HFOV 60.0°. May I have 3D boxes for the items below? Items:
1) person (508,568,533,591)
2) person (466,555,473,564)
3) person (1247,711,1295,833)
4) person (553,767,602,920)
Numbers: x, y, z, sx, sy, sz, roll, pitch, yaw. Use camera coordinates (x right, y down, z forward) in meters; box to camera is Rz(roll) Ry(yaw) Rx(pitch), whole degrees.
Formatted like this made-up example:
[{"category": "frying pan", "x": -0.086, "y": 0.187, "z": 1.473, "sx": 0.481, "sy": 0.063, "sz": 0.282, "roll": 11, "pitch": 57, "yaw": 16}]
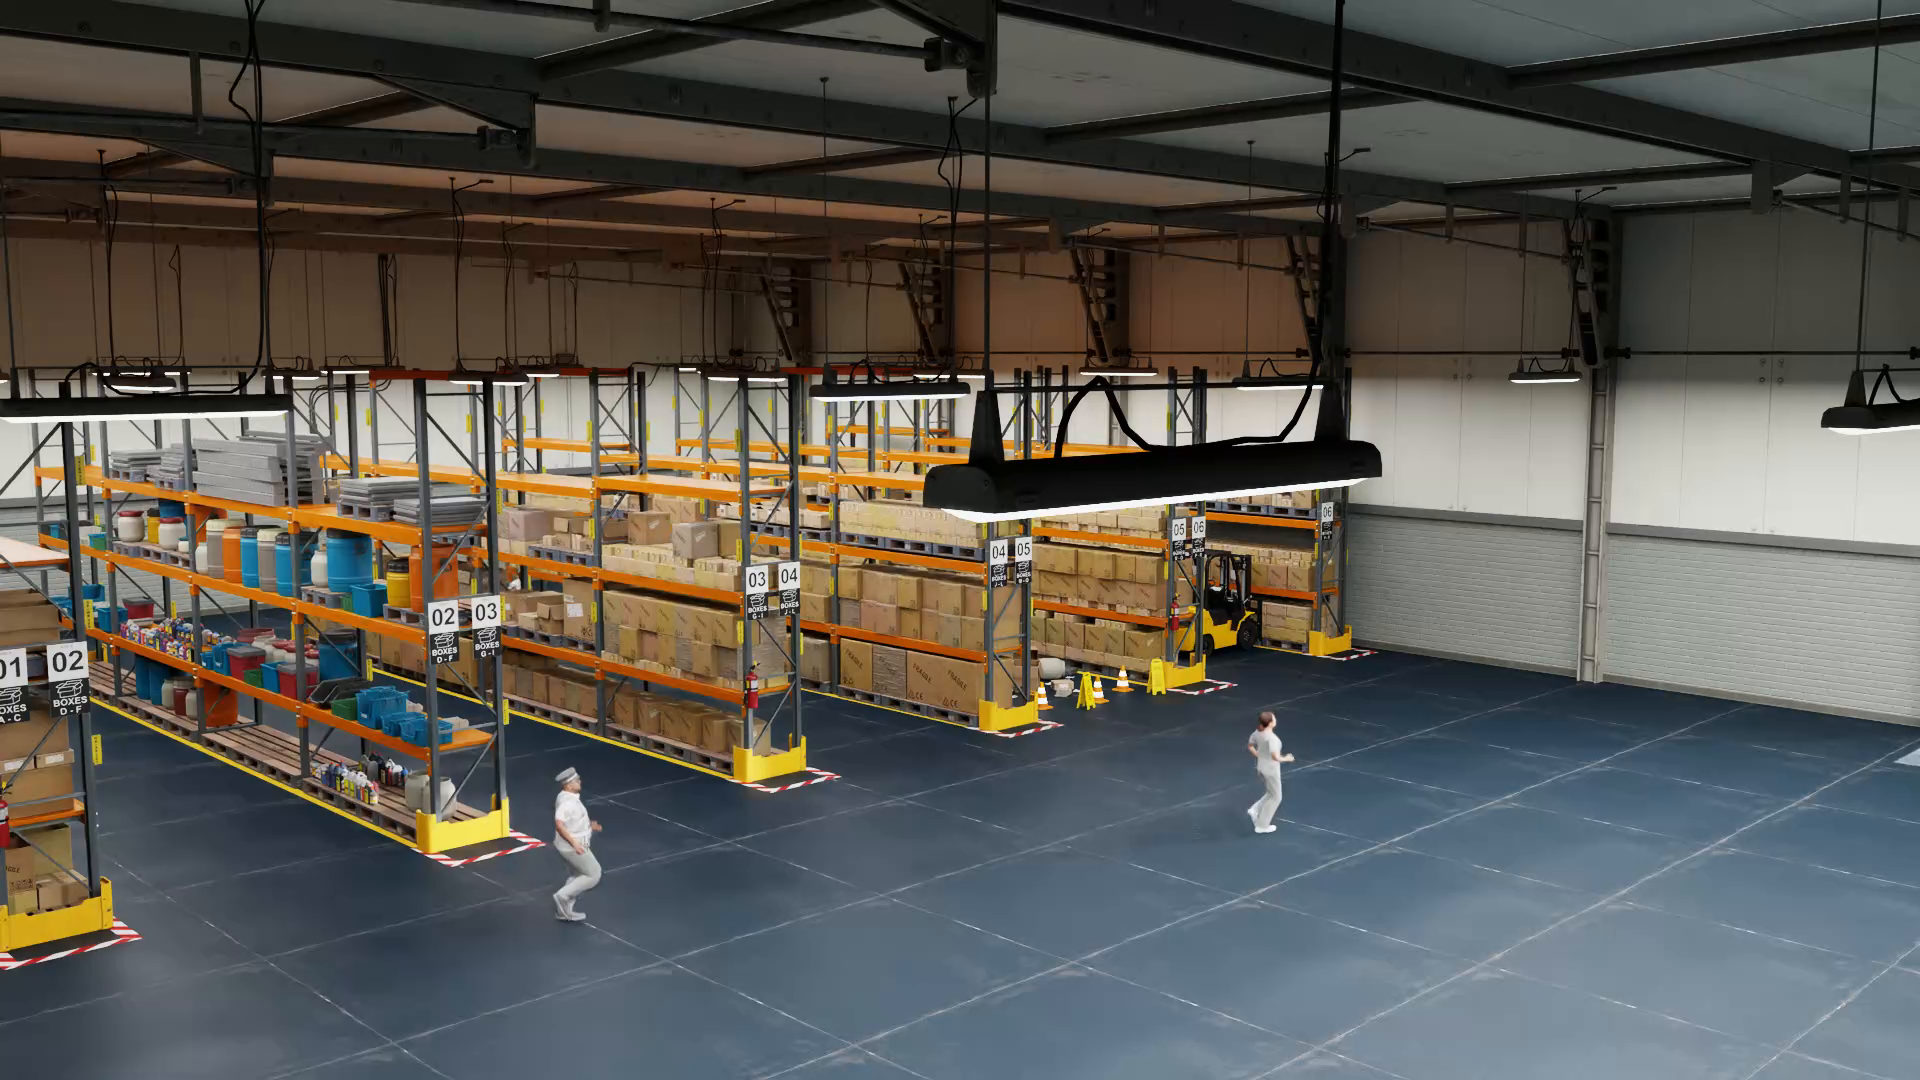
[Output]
[{"category": "person", "x": -9.548, "y": 1.418, "z": 36.207, "sx": 0.595, "sy": 1.700, "sz": 0.714, "roll": -5, "pitch": 8, "yaw": -40}, {"category": "person", "x": -11.525, "y": 1.126, "z": 38.908, "sx": 0.607, "sy": 1.651, "sz": 0.811, "roll": 0, "pitch": 6, "yaw": -3}, {"category": "person", "x": 4.101, "y": 3.044, "z": 21.937, "sx": 0.564, "sy": 1.625, "sz": 0.557, "roll": -2, "pitch": 7, "yaw": -20}, {"category": "person", "x": -4.268, "y": 3.382, "z": 18.527, "sx": 0.590, "sy": 1.743, "sz": 0.657, "roll": -3, "pitch": 7, "yaw": -22}]
